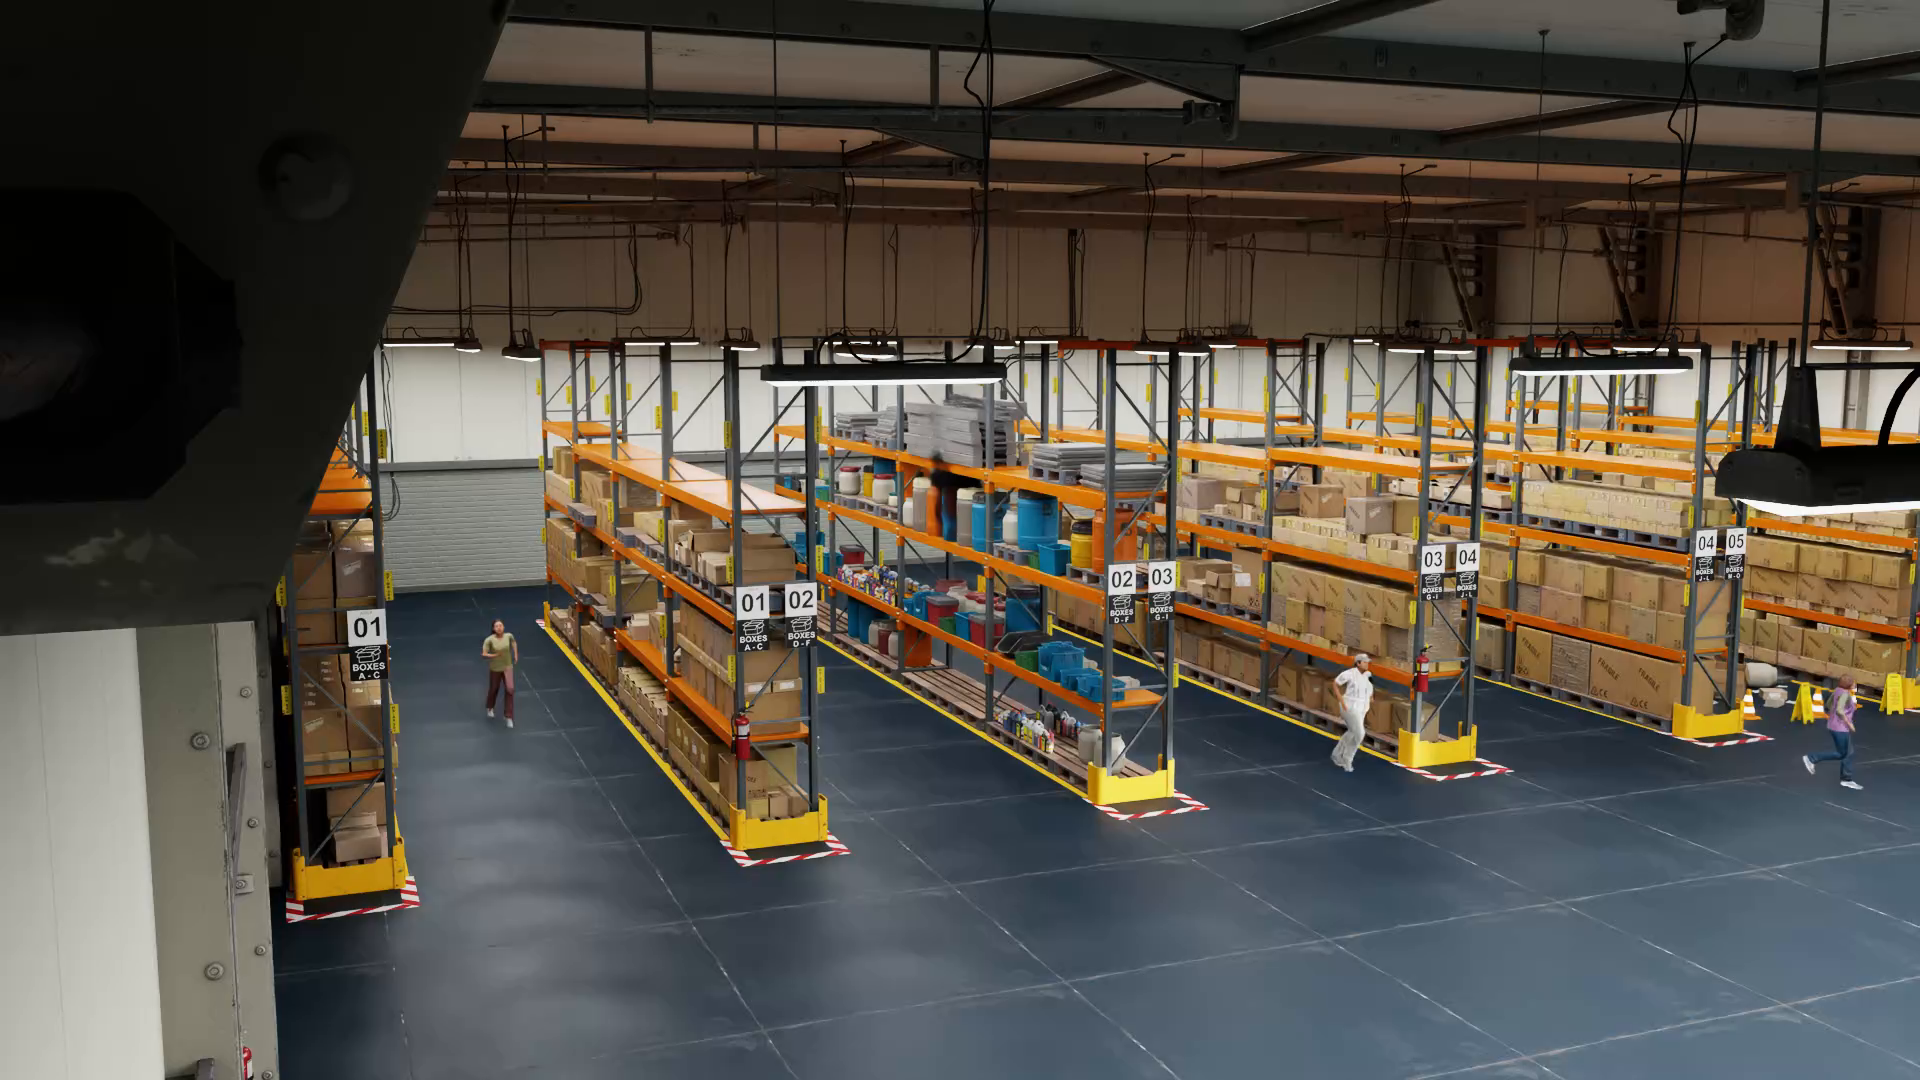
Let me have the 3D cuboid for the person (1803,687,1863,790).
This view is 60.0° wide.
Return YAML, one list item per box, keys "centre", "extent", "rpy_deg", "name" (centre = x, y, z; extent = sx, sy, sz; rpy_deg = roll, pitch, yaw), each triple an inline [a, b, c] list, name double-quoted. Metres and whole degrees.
- centre: [12.016, 2.713, 22.849]
  extent: [0.751, 1.370, 0.349]
  rpy_deg: [3, 8, 20]
  name: "person"

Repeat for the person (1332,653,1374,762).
- centre: [5.656, 2.369, 23.775]
  extent: [0.587, 1.499, 0.603]
  rpy_deg: [-6, 9, -37]
  name: "person"

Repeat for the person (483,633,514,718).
- centre: [-7.329, 2.118, 26.430]
  extent: [0.531, 1.317, 0.792]
  rpy_deg: [-4, 8, -27]
  name: "person"
